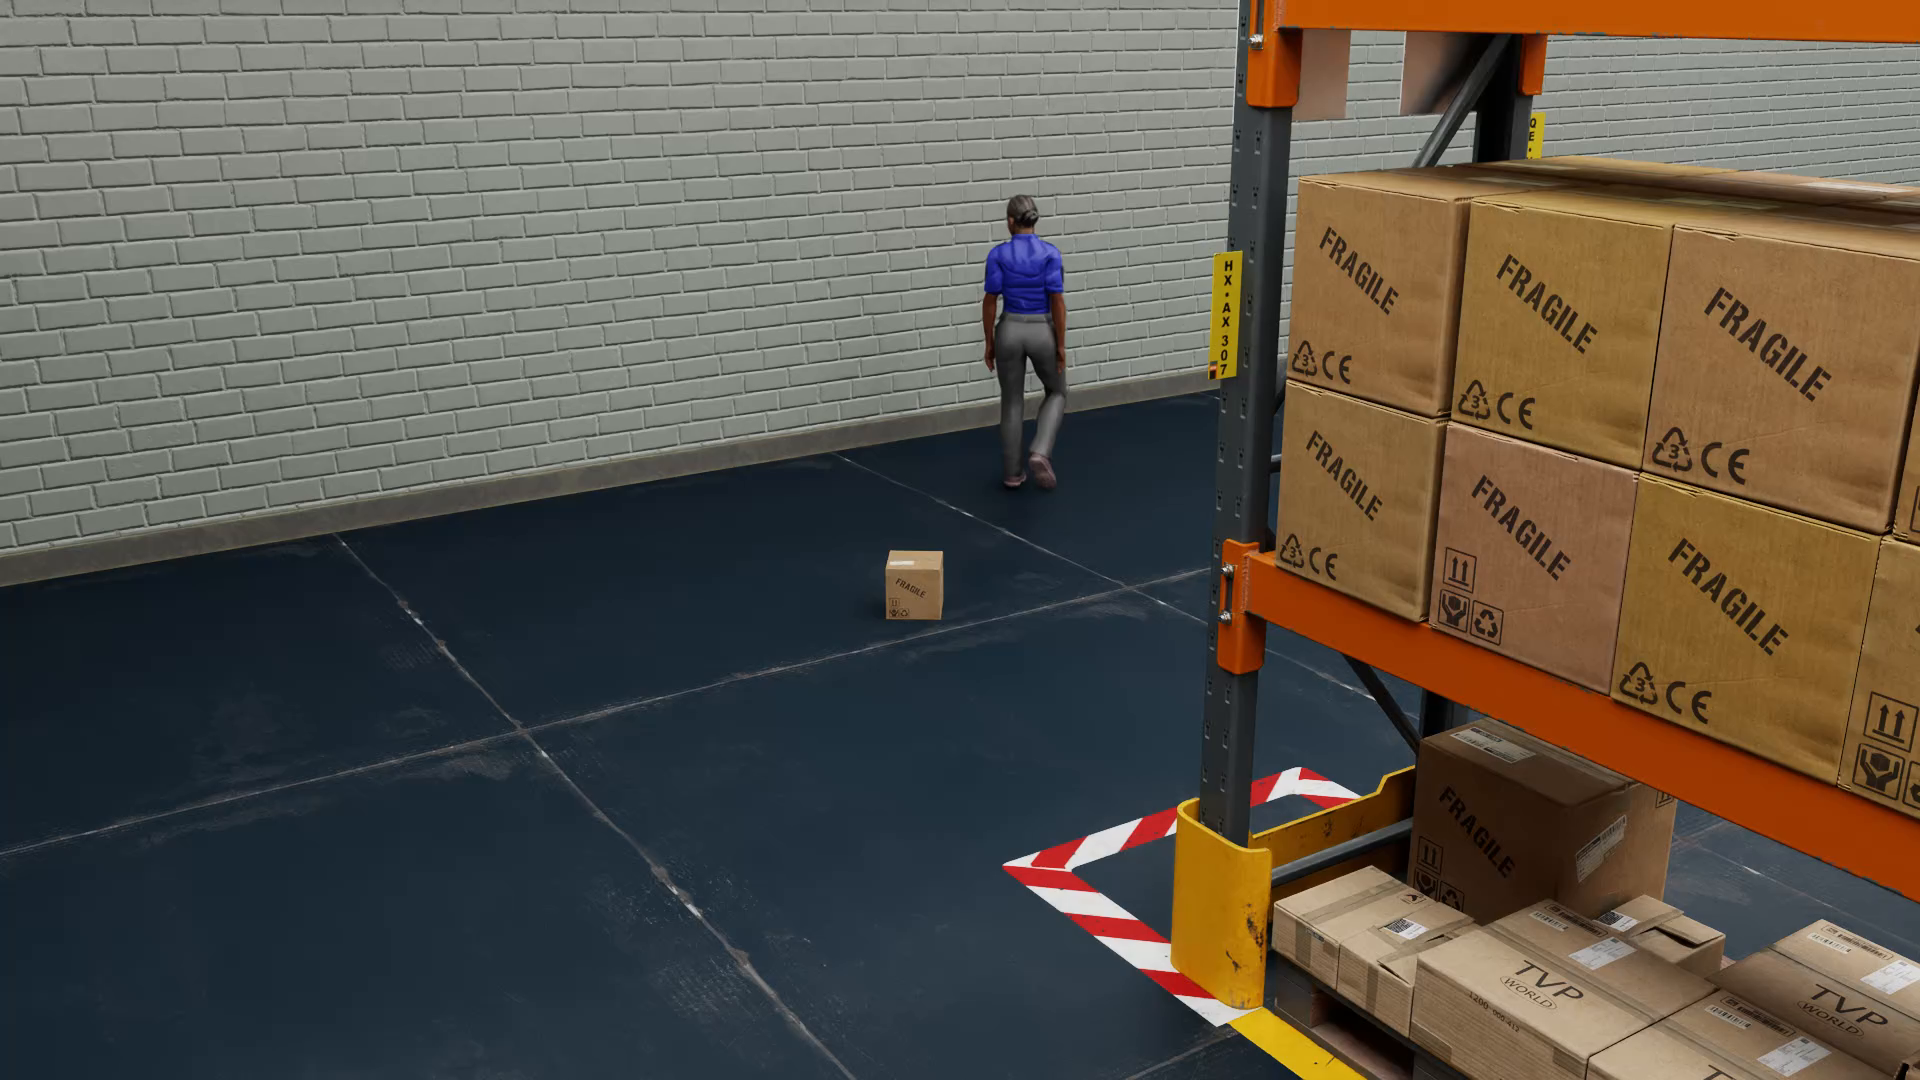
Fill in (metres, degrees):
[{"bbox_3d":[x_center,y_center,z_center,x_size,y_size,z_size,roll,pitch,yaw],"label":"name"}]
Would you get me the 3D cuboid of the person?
[{"bbox_3d":[0.371,-1.099,9.381,0.474,1.676,0.397,2,18,7],"label":"person"}]
